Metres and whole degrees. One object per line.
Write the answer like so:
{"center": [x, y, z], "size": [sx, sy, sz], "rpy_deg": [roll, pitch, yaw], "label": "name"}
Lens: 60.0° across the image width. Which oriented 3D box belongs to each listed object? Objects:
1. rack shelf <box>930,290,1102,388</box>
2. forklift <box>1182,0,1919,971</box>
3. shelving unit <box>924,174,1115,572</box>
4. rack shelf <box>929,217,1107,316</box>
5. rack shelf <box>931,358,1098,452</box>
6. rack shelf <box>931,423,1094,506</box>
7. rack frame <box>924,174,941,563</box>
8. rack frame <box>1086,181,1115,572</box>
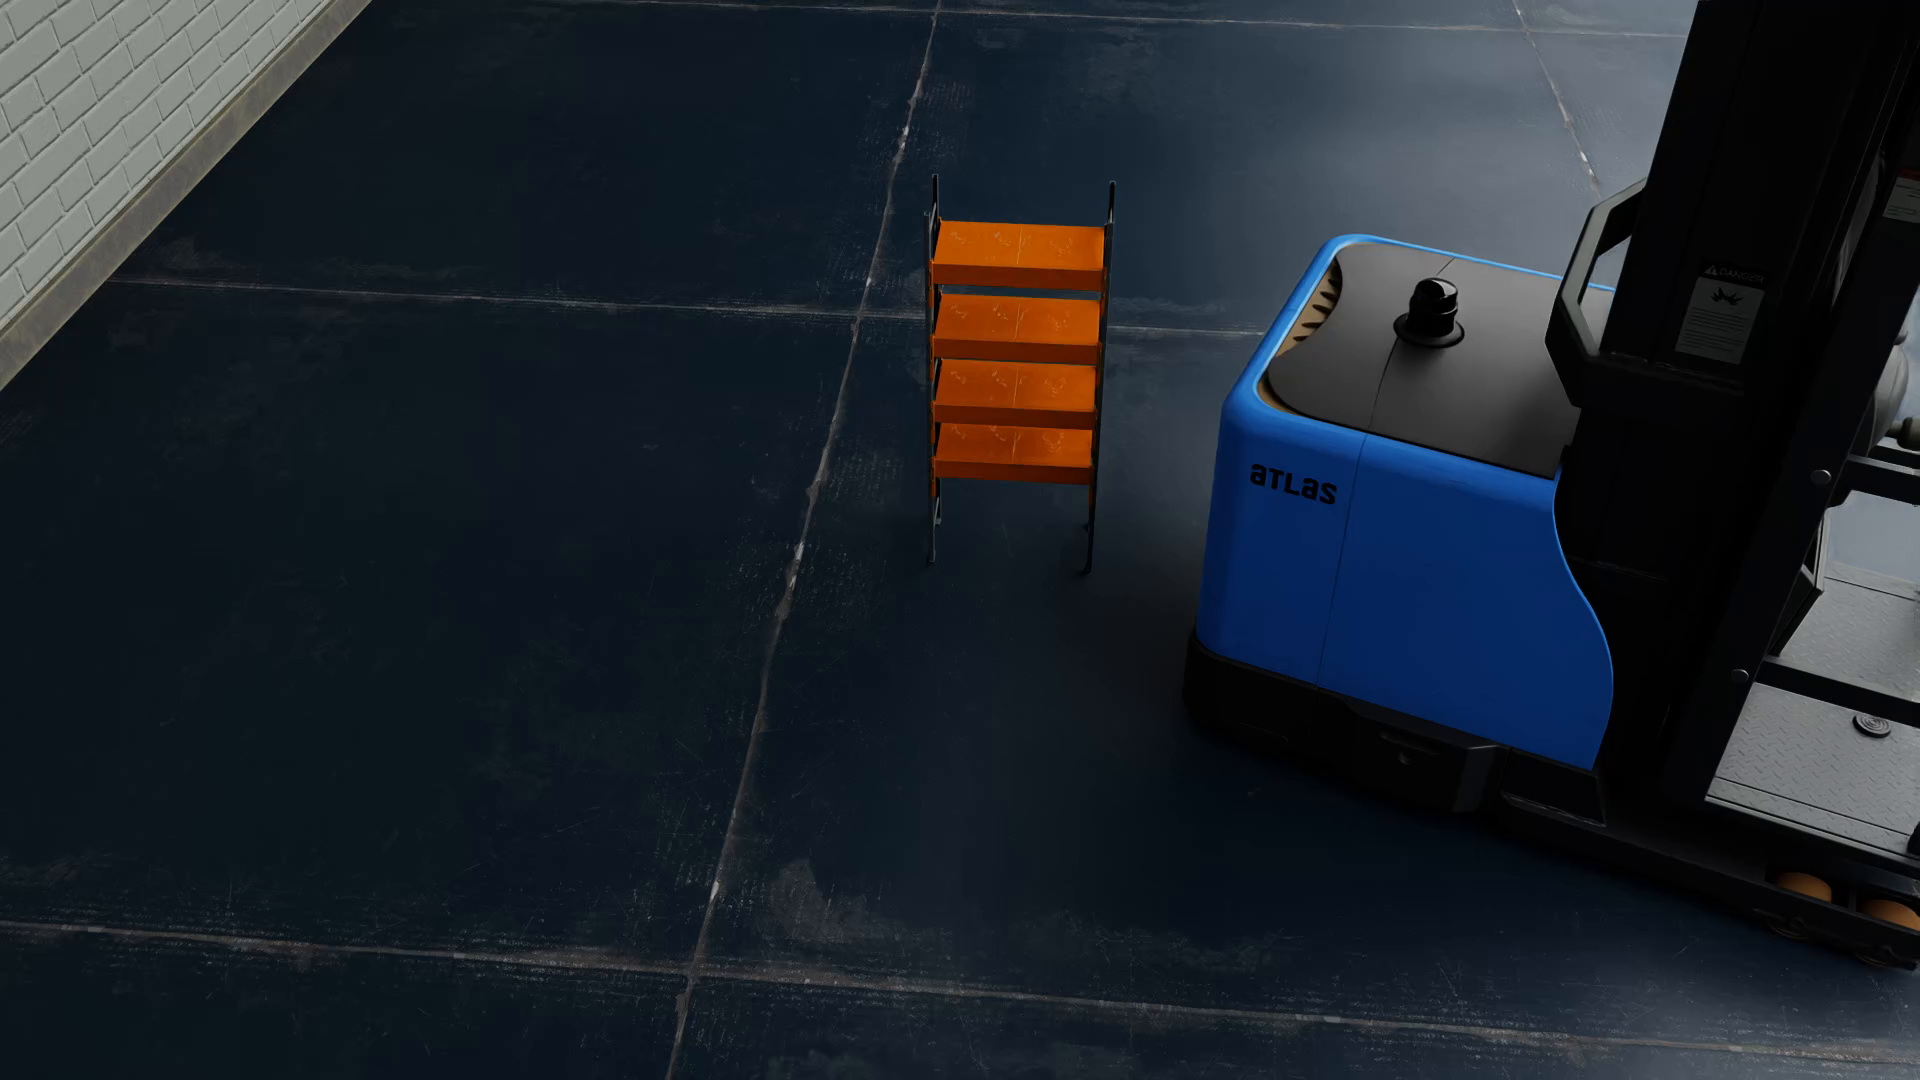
{"center": [0.165, -0.578, 4.761], "size": [0.480, 0.148, 0.258], "rpy_deg": [3, 39, 4], "label": "rack shelf"}
{"center": [2.172, -0.497, 3.539], "size": [3.031, 2.935, 1.130], "rpy_deg": [17, 42, 20], "label": "forklift"}
{"center": [0.165, -0.456, 4.860], "size": [0.503, 1.200, 0.258], "rpy_deg": [3, 39, 4], "label": "shelving unit"}
{"center": [0.165, -0.761, 4.612], "size": [0.480, 0.148, 0.258], "rpy_deg": [3, 39, 4], "label": "rack shelf"}
{"center": [0.165, -0.404, 4.903], "size": [0.480, 0.148, 0.258], "rpy_deg": [3, 39, 4], "label": "rack shelf"}
{"center": [0.165, -0.250, 5.028], "size": [0.480, 0.148, 0.258], "rpy_deg": [3, 39, 4], "label": "rack shelf"}
{"center": [-0.078, -0.470, 4.876], "size": [0.015, 1.200, 0.240], "rpy_deg": [3, 39, 4], "label": "rack frame"}
{"center": [0.408, -0.443, 4.844], "size": [0.015, 1.200, 0.240], "rpy_deg": [3, 39, 4], "label": "rack frame"}
